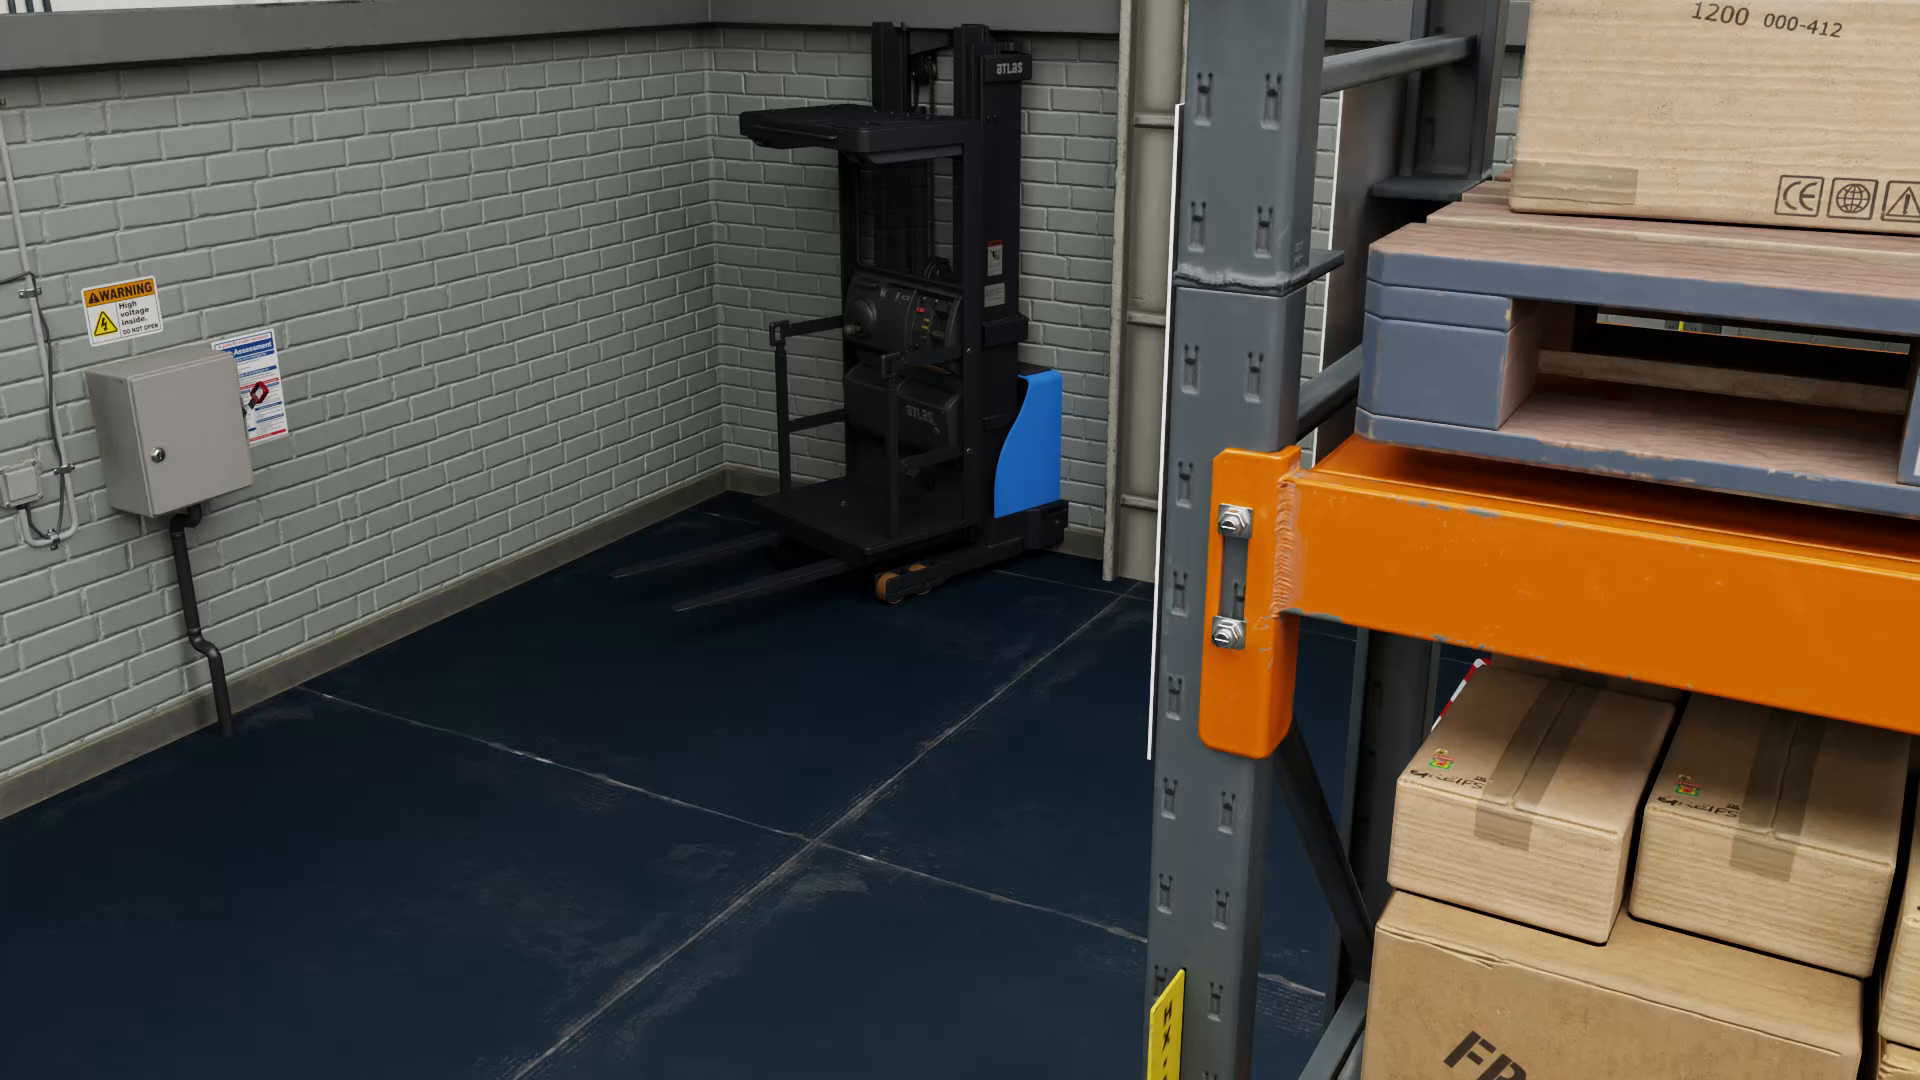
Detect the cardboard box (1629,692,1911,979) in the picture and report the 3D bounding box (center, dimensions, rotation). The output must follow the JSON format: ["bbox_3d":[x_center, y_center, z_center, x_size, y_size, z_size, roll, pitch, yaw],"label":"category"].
[{"bbox_3d":[0.973,0.333,1.985,0.250,0.149,0.380,11,23,29],"label":"cardboard box"}]

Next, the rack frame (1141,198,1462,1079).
[{"bbox_3d":[0.534,0.991,2.735,0.127,3.000,1.000,11,23,27],"label":"rack frame"}]

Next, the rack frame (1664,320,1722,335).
[{"bbox_3d":[2.952,-0.488,6.810,0.127,3.000,1.000,11,23,27],"label":"rack frame"}]

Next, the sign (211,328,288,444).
[{"bbox_3d":[-3.188,-0.678,7.475,0.001,0.494,0.329,11,23,27],"label":"sign"}]

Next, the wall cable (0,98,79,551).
[{"bbox_3d":[-3.718,-0.842,6.297,0.122,1.984,0.588,11,23,27],"label":"wall cable"}]

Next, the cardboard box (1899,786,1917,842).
[{"bbox_3d":[1.542,0.561,2.306,0.500,0.500,0.500,11,23,27],"label":"cardboard box"}]

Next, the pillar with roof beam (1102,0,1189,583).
[{"bbox_3d":[-1.062,-2.743,4.230,0.400,9.000,9.100,11,23,27],"label":"pillar with roof beam"}]

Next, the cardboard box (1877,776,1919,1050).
[{"bbox_3d":[1.144,0.410,1.772,0.250,0.149,0.380,12,23,29],"label":"cardboard box"}]

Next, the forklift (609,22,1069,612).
[{"bbox_3d":[-0.478,-1.238,8.979,3.031,2.935,1.130,-16,26,-38],"label":"forklift"}]

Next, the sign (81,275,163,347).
[{"bbox_3d":[-3.456,-0.947,6.867,0.001,0.242,0.339,11,23,27],"label":"sign"}]

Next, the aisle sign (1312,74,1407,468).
[{"bbox_3d":[0.623,-0.336,2.579,0.004,0.787,0.394,11,23,27],"label":"aisle sign"}]

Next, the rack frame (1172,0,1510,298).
[{"bbox_3d":[0.534,-1.829,1.712,0.127,3.000,1.000,11,23,27],"label":"rack frame"}]

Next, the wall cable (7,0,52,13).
[{"bbox_3d":[-2.808,-3.756,6.967,0.133,3.039,2.988,11,23,27],"label":"wall cable"}]

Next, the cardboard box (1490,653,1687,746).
[{"bbox_3d":[0.945,0.169,2.437,0.250,0.149,0.380,11,23,28],"label":"cardboard box"}]

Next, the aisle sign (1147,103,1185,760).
[{"bbox_3d":[0.330,-0.157,2.087,0.004,0.787,0.394,11,23,27],"label":"aisle sign"}]

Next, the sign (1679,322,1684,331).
[{"bbox_3d":[2.687,-0.733,6.217,0.005,0.325,0.100,11,23,27],"label":"sign"}]

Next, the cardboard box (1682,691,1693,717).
[{"bbox_3d":[1.179,0.204,2.340,0.250,0.149,0.380,11,23,28],"label":"cardboard box"}]

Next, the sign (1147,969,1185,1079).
[{"bbox_3d":[0.258,0.711,2.121,0.005,0.325,0.100,11,23,27],"label":"sign"}]

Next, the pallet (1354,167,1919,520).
[{"bbox_3d":[1.187,-0.257,1.907,1.213,0.211,1.003,11,23,27],"label":"pallet"}]

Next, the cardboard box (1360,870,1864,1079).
[{"bbox_3d":[0.814,0.638,2.094,0.500,0.500,0.500,10,22,26],"label":"cardboard box"}]

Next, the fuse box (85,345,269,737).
[{"bbox_3d":[-3.248,0.065,7.178,0.414,1.711,0.539,11,23,27],"label":"fuse box"}]

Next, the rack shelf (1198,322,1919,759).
[{"bbox_3d":[2.280,0.251,1.429,4.000,0.370,1.077,11,23,27],"label":"rack shelf"}]

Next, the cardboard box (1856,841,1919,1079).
[{"bbox_3d":[1.269,0.722,1.863,0.500,0.500,0.500,10,22,26],"label":"cardboard box"}]

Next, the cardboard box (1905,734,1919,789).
[{"bbox_3d":[1.445,0.222,2.291,0.250,0.149,0.380,11,22,27],"label":"cardboard box"}]

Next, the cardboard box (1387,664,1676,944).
[{"bbox_3d":[0.709,0.310,2.047,0.250,0.149,0.380,11,23,28],"label":"cardboard box"}]

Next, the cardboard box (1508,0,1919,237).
[{"bbox_3d":[0.971,-0.545,2.028,0.500,0.250,0.500,9,22,22],"label":"cardboard box"}]
